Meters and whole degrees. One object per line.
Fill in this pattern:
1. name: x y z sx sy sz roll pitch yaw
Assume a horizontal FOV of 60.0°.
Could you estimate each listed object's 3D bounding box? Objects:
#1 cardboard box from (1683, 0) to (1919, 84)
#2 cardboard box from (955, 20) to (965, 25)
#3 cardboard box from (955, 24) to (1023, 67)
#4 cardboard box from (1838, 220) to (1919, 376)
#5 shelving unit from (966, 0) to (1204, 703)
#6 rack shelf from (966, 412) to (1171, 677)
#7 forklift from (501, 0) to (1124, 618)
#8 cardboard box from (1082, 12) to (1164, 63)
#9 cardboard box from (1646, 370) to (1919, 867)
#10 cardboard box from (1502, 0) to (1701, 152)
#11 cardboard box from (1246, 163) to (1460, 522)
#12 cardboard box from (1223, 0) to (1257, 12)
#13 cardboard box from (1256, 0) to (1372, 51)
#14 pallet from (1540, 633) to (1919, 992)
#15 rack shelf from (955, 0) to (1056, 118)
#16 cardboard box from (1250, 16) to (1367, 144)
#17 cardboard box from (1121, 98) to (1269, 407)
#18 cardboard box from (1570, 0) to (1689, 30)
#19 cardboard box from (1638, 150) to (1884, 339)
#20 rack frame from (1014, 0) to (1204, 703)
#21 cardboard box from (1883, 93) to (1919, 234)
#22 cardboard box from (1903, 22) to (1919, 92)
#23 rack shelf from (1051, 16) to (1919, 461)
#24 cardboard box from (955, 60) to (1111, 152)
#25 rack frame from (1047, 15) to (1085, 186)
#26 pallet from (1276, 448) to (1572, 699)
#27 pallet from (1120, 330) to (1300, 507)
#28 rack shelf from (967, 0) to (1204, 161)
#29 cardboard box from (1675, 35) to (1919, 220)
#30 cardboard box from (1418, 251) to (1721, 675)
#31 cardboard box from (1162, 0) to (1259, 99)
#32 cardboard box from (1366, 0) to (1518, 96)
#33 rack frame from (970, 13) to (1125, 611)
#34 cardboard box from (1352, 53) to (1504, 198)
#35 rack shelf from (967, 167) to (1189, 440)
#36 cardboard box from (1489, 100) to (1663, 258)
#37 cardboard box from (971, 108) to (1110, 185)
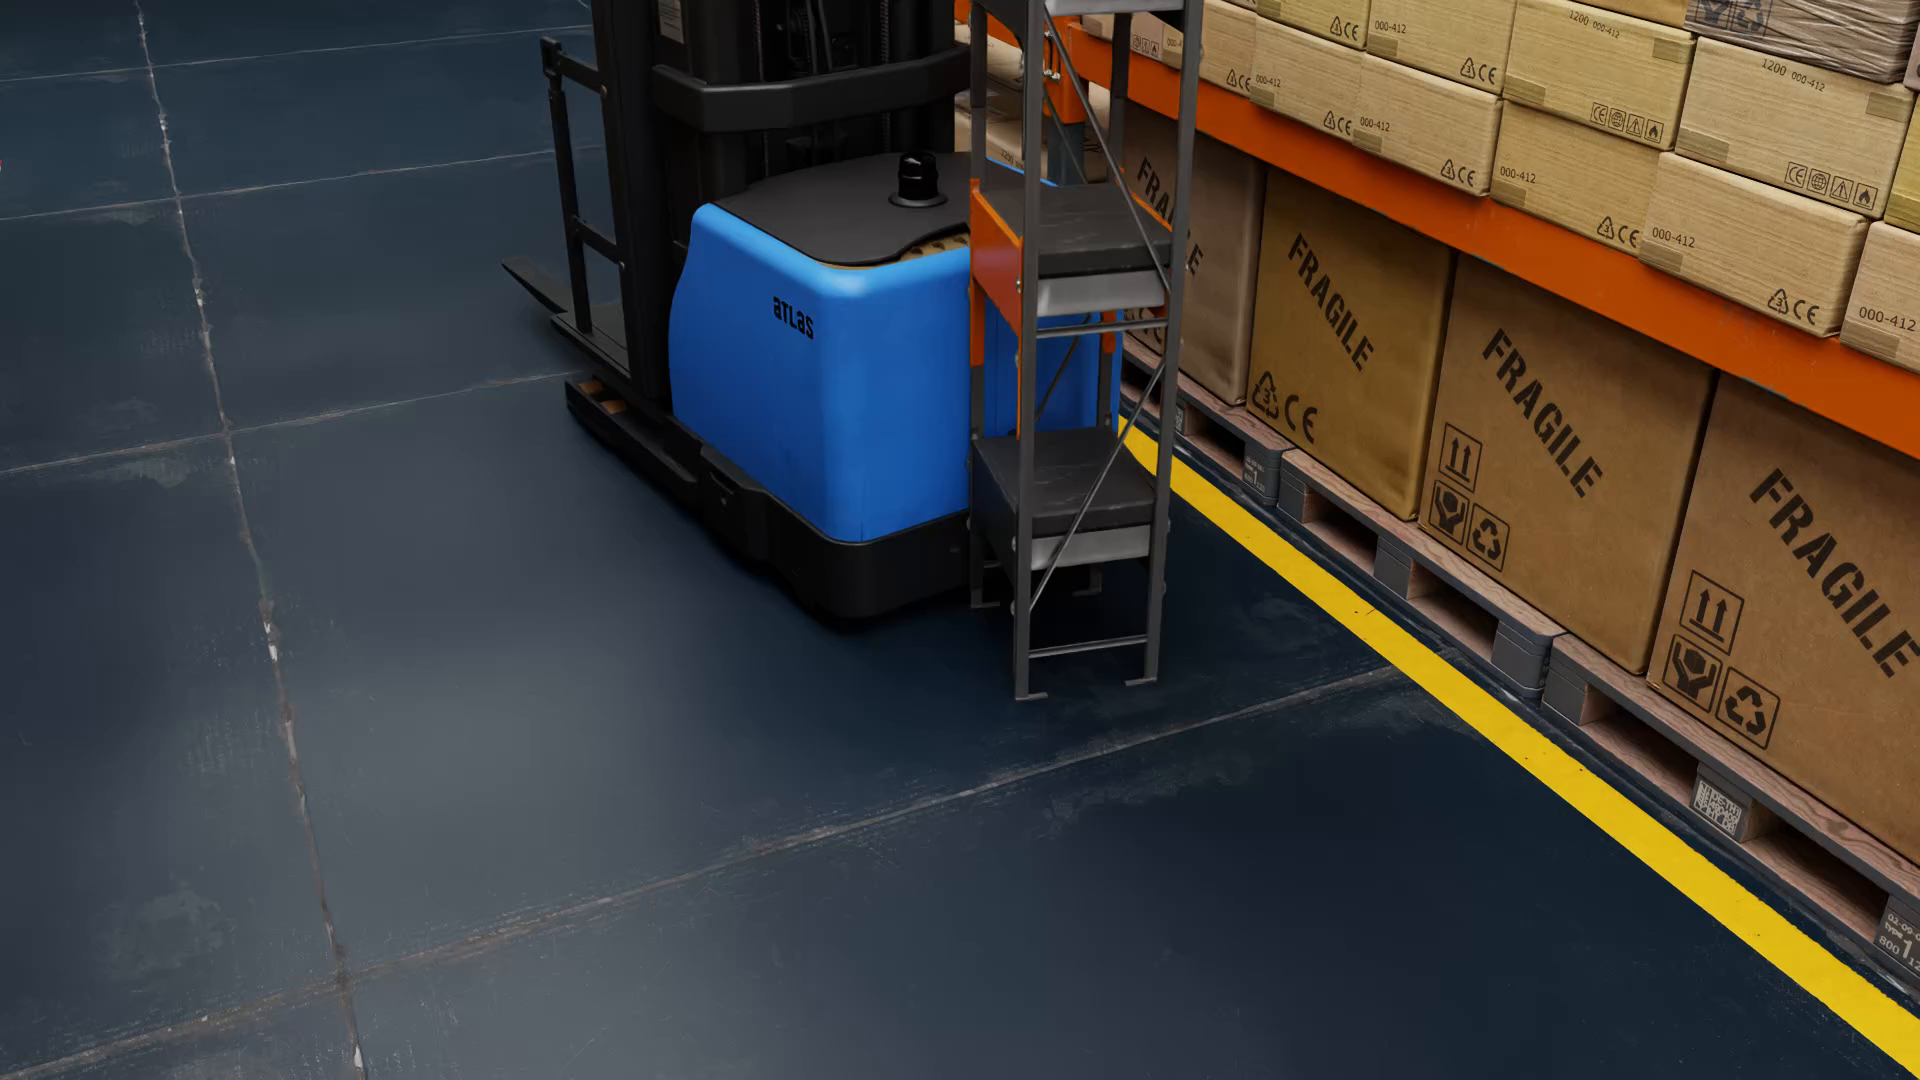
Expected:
1. cardboard box: 1.830 -1.219 3.232 0.500 0.500 0.500 -13 32 -21
2. cardboard box: -0.545 -2.670 9.134 0.875 0.438 0.875 -14 32 -24
3. cardboard box: -0.144 -2.267 8.416 0.875 0.438 0.875 -12 32 -21
4. cardboard box: 2.065 -0.444 3.129 0.500 0.250 0.500 -14 32 -24
5. shelving unit: 0.283 -0.621 4.210 0.431 2.100 0.503 -7 30 -12
6. rack shelf: 0.284 0.002 4.558 0.431 0.518 0.480 -7 30 -12
7. forklift: -0.755 -1.727 5.334 1.130 2.935 3.031 -19 34 -30
8. cardboard box: 0.749 -1.792 5.533 0.500 0.250 0.500 -14 32 -23
9. cardboard box: 2.295 0.080 3.783 0.875 0.875 0.875 -13 32 -22
10. cardboard box: 1.617 -1.101 3.790 0.500 0.250 0.500 -14 32 -23
11. cardboard box: 1.532 -0.710 5.192 0.875 0.875 0.875 -12 31 -21
12. cardboard box: 0.982 -1.782 5.004 0.500 0.250 0.500 -13 32 -21
13. cardboard box: 1.175 -1.554 4.596 0.500 0.250 0.500 -13 32 -21
14. pallet: 2.246 0.512 4.122 1.003 0.211 1.213 -13 32 -22
15. rack shelf: -0.060 -2.677 7.693 1.077 0.370 4.000 -13 32 -22
16. cardboard box: 1.179 -1.334 4.716 0.500 0.250 0.500 -13 32 -22
17. cardboard box: 1.137 -1.107 5.900 0.875 0.875 0.875 -12 31 -20
18. cardboard box: 1.623 -1.440 3.626 0.500 0.500 0.500 -13 32 -22
19. cardboard box: 1.831 -0.667 3.525 0.500 0.250 0.500 -13 32 -21
20. rack frame: 0.342 -0.506 4.003 0.400 2.100 0.015 -7 30 -12
21. cardboard box: 2.079 -0.654 2.992 0.500 0.250 0.500 -13 32 -22
22. cardboard box: 2.058 -0.994 2.831 0.500 0.500 0.500 -14 32 -23
23. rack shelf: 1.658 -0.910 4.542 1.077 0.370 4.000 -13 32 -22
24. cardboard box: 0.242 -1.868 7.705 0.875 0.438 0.875 -14 32 -23
25. rack frame: 0.799 -2.108 5.942 1.000 3.000 0.127 -13 32 -22
26. pallet: 1.726 -0.027 5.082 1.003 0.211 1.213 -13 32 -22
27. pallet: 1.198 -0.566 6.044 1.003 0.211 1.213 -13 32 -22
28. rack shelf: 0.283 -1.220 3.875 0.431 0.518 0.480 -7 30 -12
29. cardboard box: 1.855 -0.880 3.394 0.500 0.250 0.500 -14 32 -23
30. cardboard box: 1.916 -0.315 4.487 0.875 0.875 0.875 -13 32 -21
31. cardboard box: 0.973 -1.564 5.126 0.500 0.250 0.500 -14 32 -23
32. cardboard box: 1.394 -1.331 4.199 0.500 0.250 0.500 -14 32 -23
33. rack frame: 0.225 -0.737 4.417 0.400 2.100 0.015 -7 30 -12
34. cardboard box: 1.385 -1.112 4.319 0.500 0.250 0.500 -14 32 -23
35. rack shelf: 0.283 -0.609 4.217 0.431 0.518 0.480 -7 30 -12
36. cardboard box: 1.629 -0.892 3.928 0.500 0.250 0.500 -13 32 -22
37. cardboard box: 0.626 -1.473 7.000 0.875 0.438 0.875 -14 32 -23
